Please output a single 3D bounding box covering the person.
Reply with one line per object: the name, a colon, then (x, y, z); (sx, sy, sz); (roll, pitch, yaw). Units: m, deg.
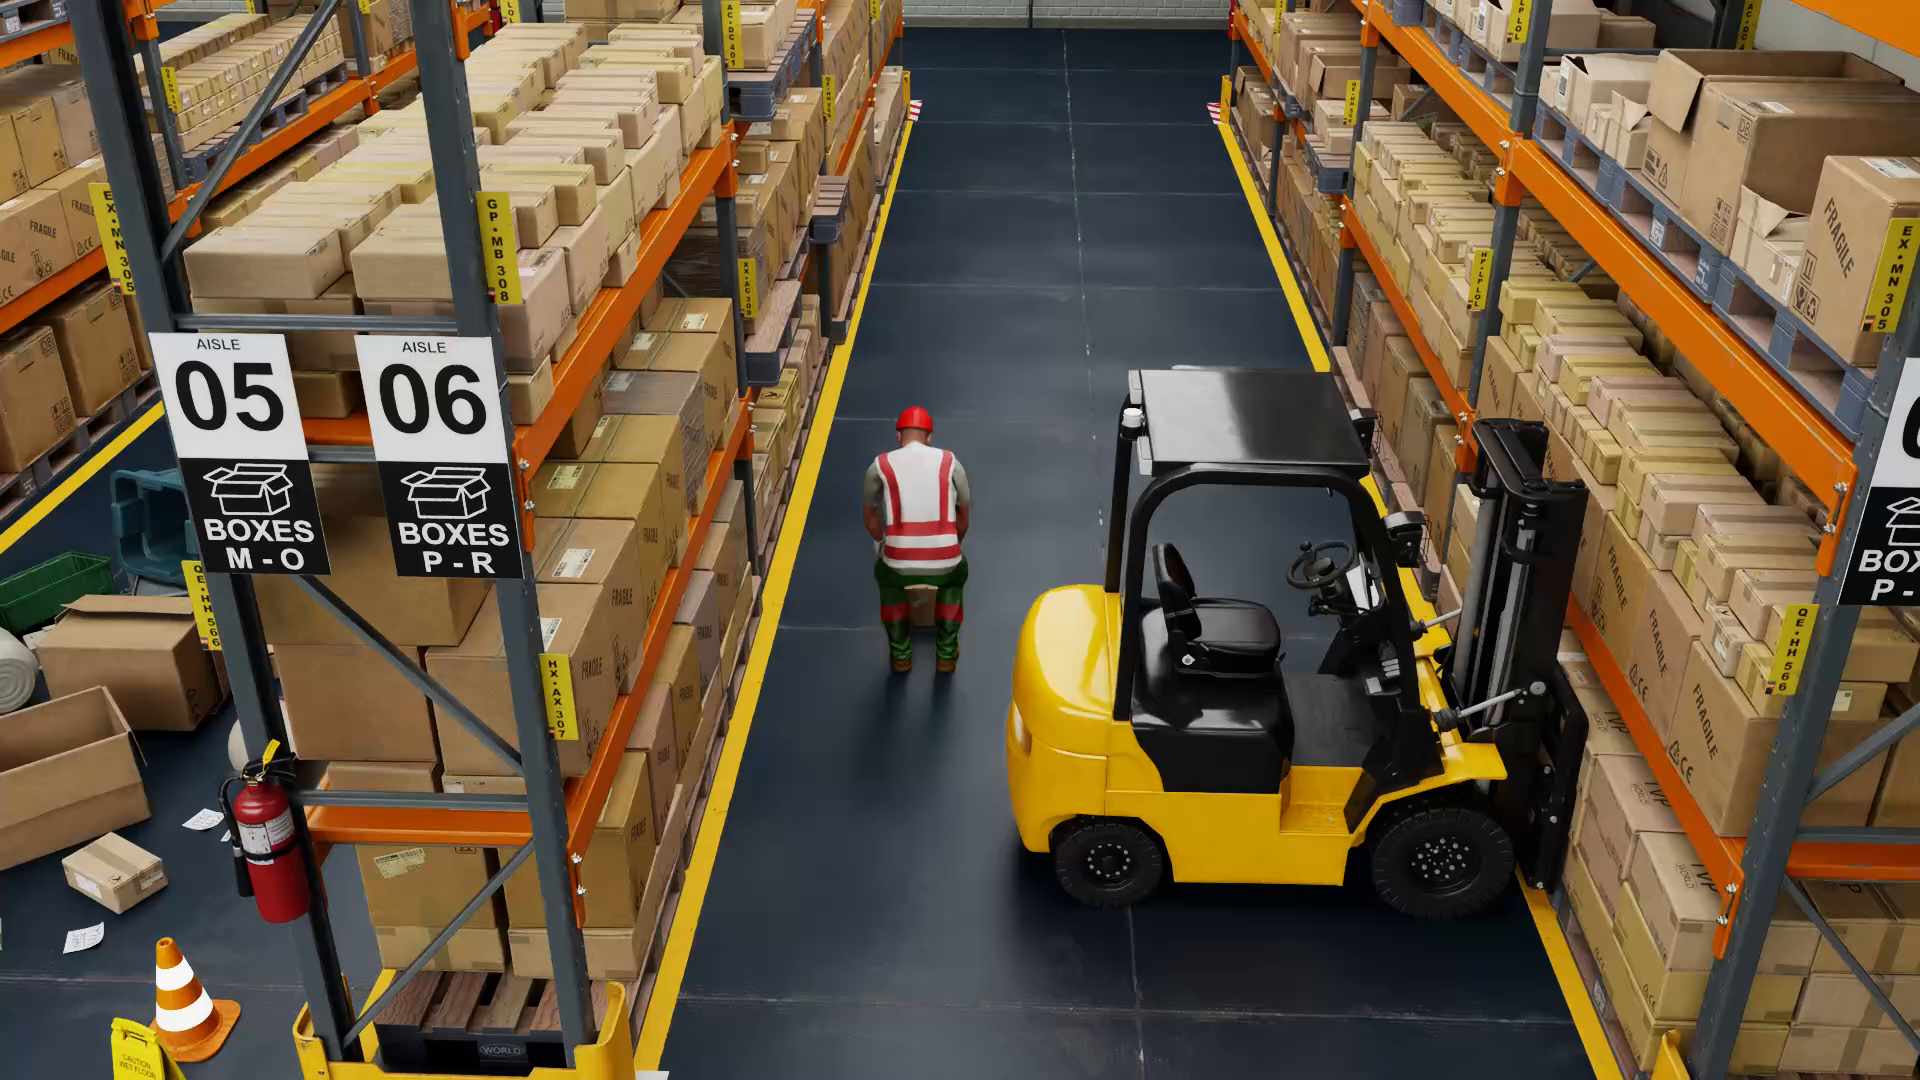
person: (-0.242, 0.069, 9.034); (0.584, 1.260, 0.829); (0, 28, 0)
